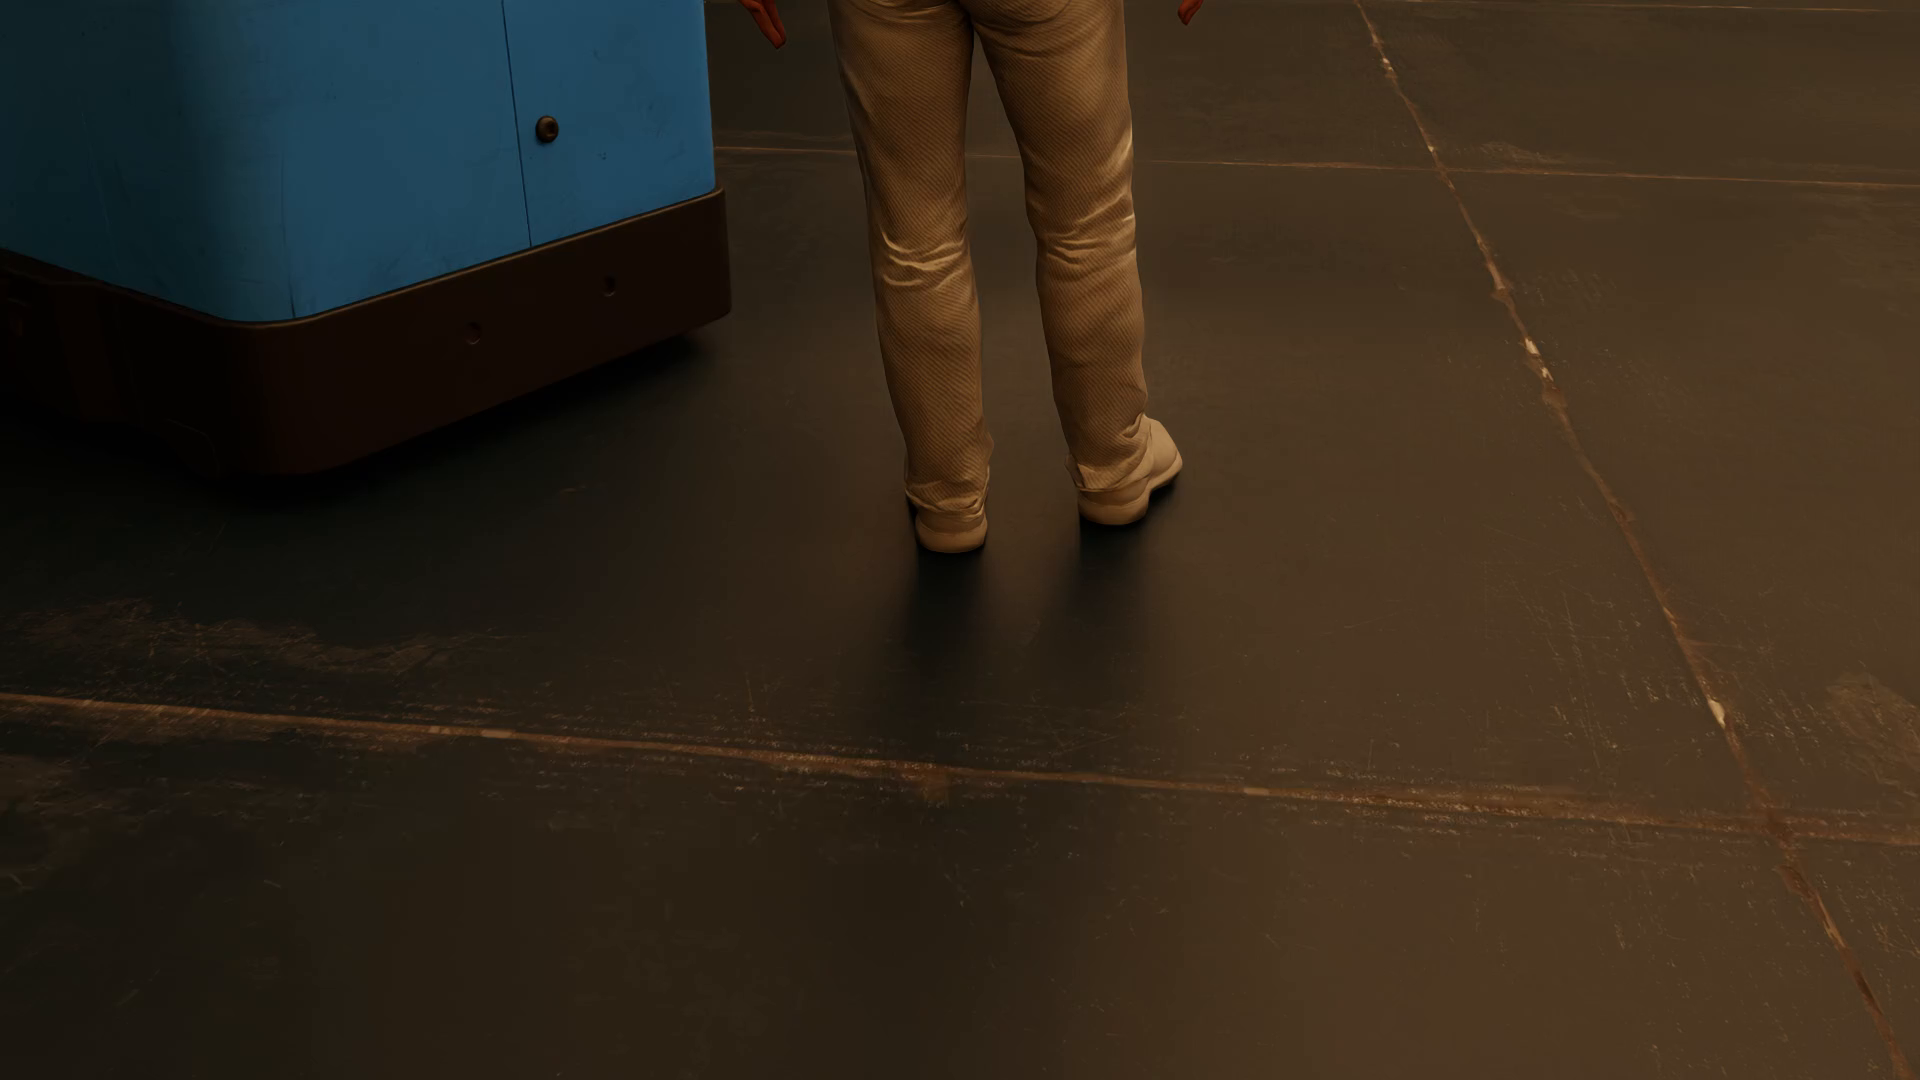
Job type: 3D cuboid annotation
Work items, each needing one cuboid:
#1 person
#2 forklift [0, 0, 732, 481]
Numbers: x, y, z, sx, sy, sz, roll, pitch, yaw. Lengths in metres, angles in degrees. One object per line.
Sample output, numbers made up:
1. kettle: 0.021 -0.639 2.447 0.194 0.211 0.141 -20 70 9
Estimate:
1. person: 0.014 -0.825 2.166 0.665 1.763 0.574 3 27 7
2. forklift: -1.941 -1.907 3.040 3.031 2.935 1.130 18 31 31
